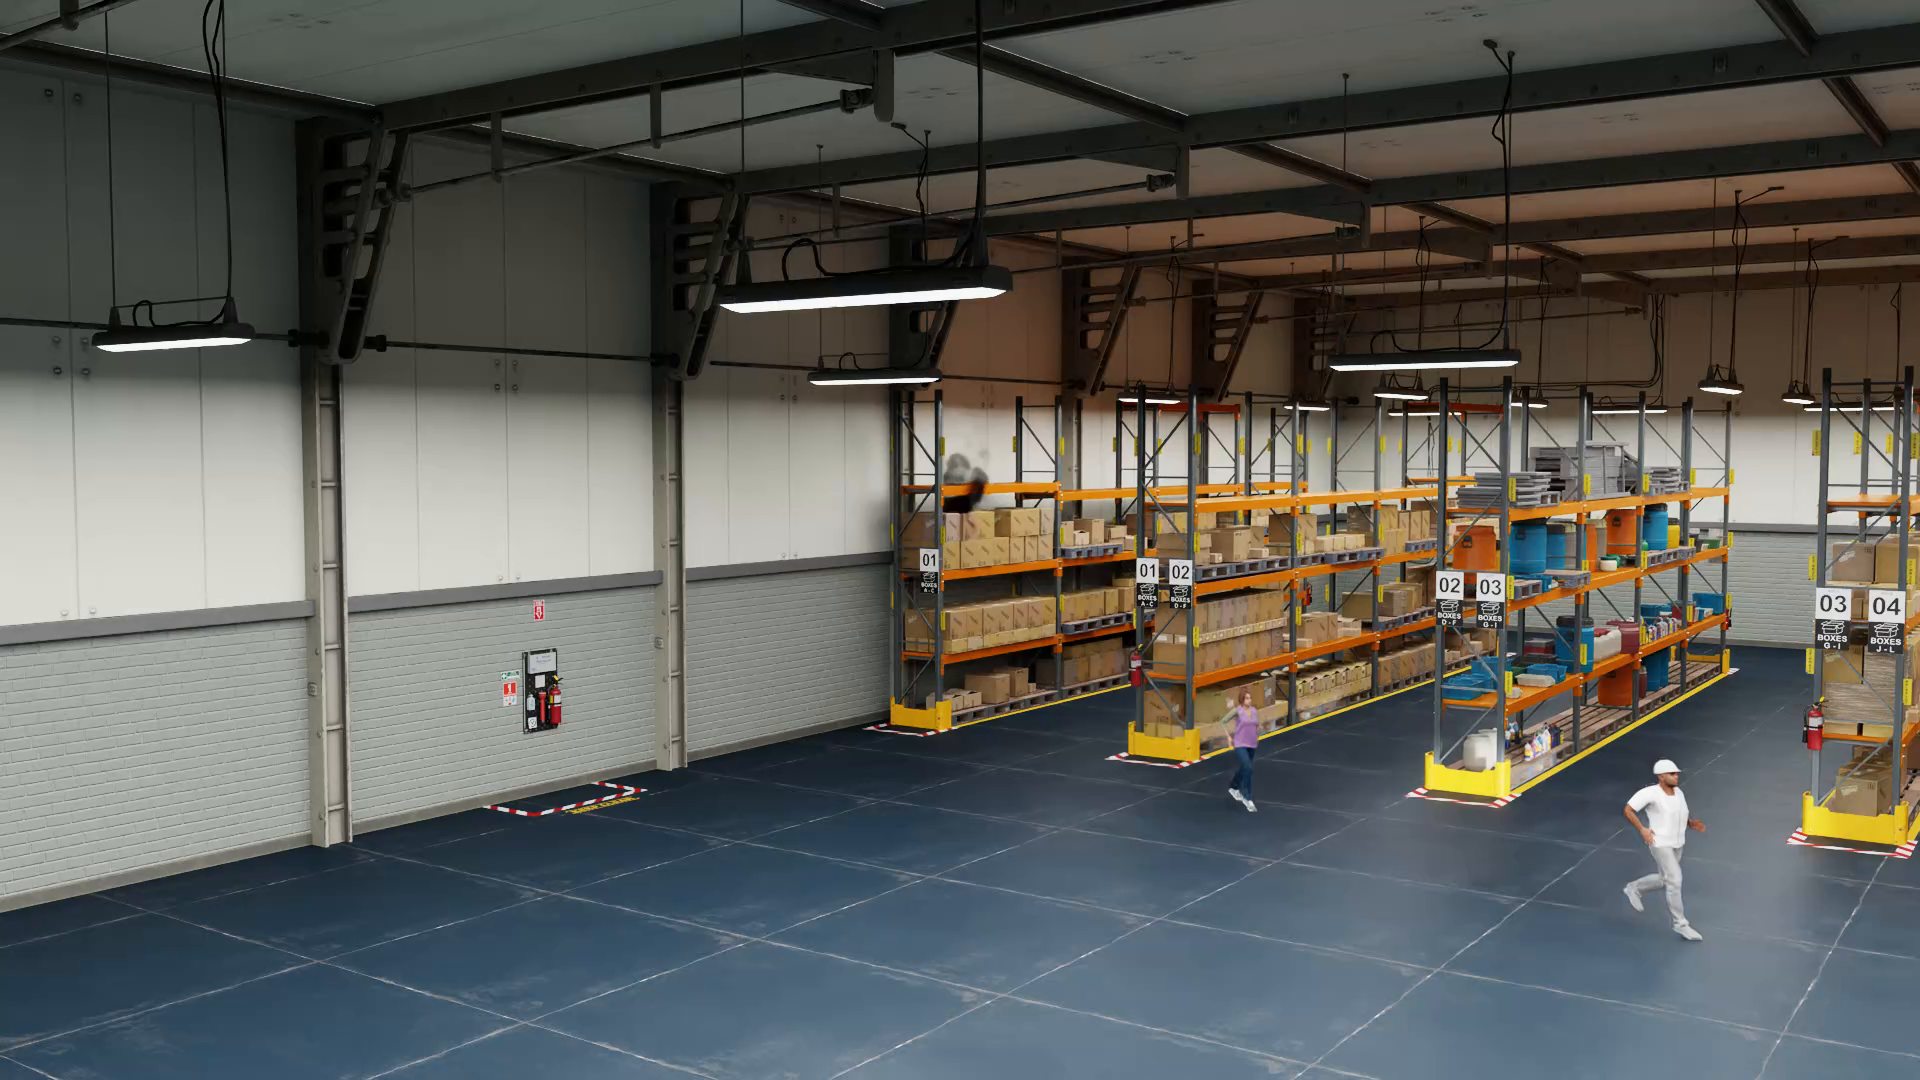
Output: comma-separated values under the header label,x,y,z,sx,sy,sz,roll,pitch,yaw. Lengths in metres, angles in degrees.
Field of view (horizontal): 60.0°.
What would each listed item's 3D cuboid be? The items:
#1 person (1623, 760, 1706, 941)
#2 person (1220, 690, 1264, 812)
label,x,y,z,sx,sy,sz,roll,pitch,yaw
person,7.269,3.150,17.186,0.700,1.773,0.968,-2,4,-32
person,3.934,2.892,23.058,0.515,1.633,0.740,-2,4,-29
